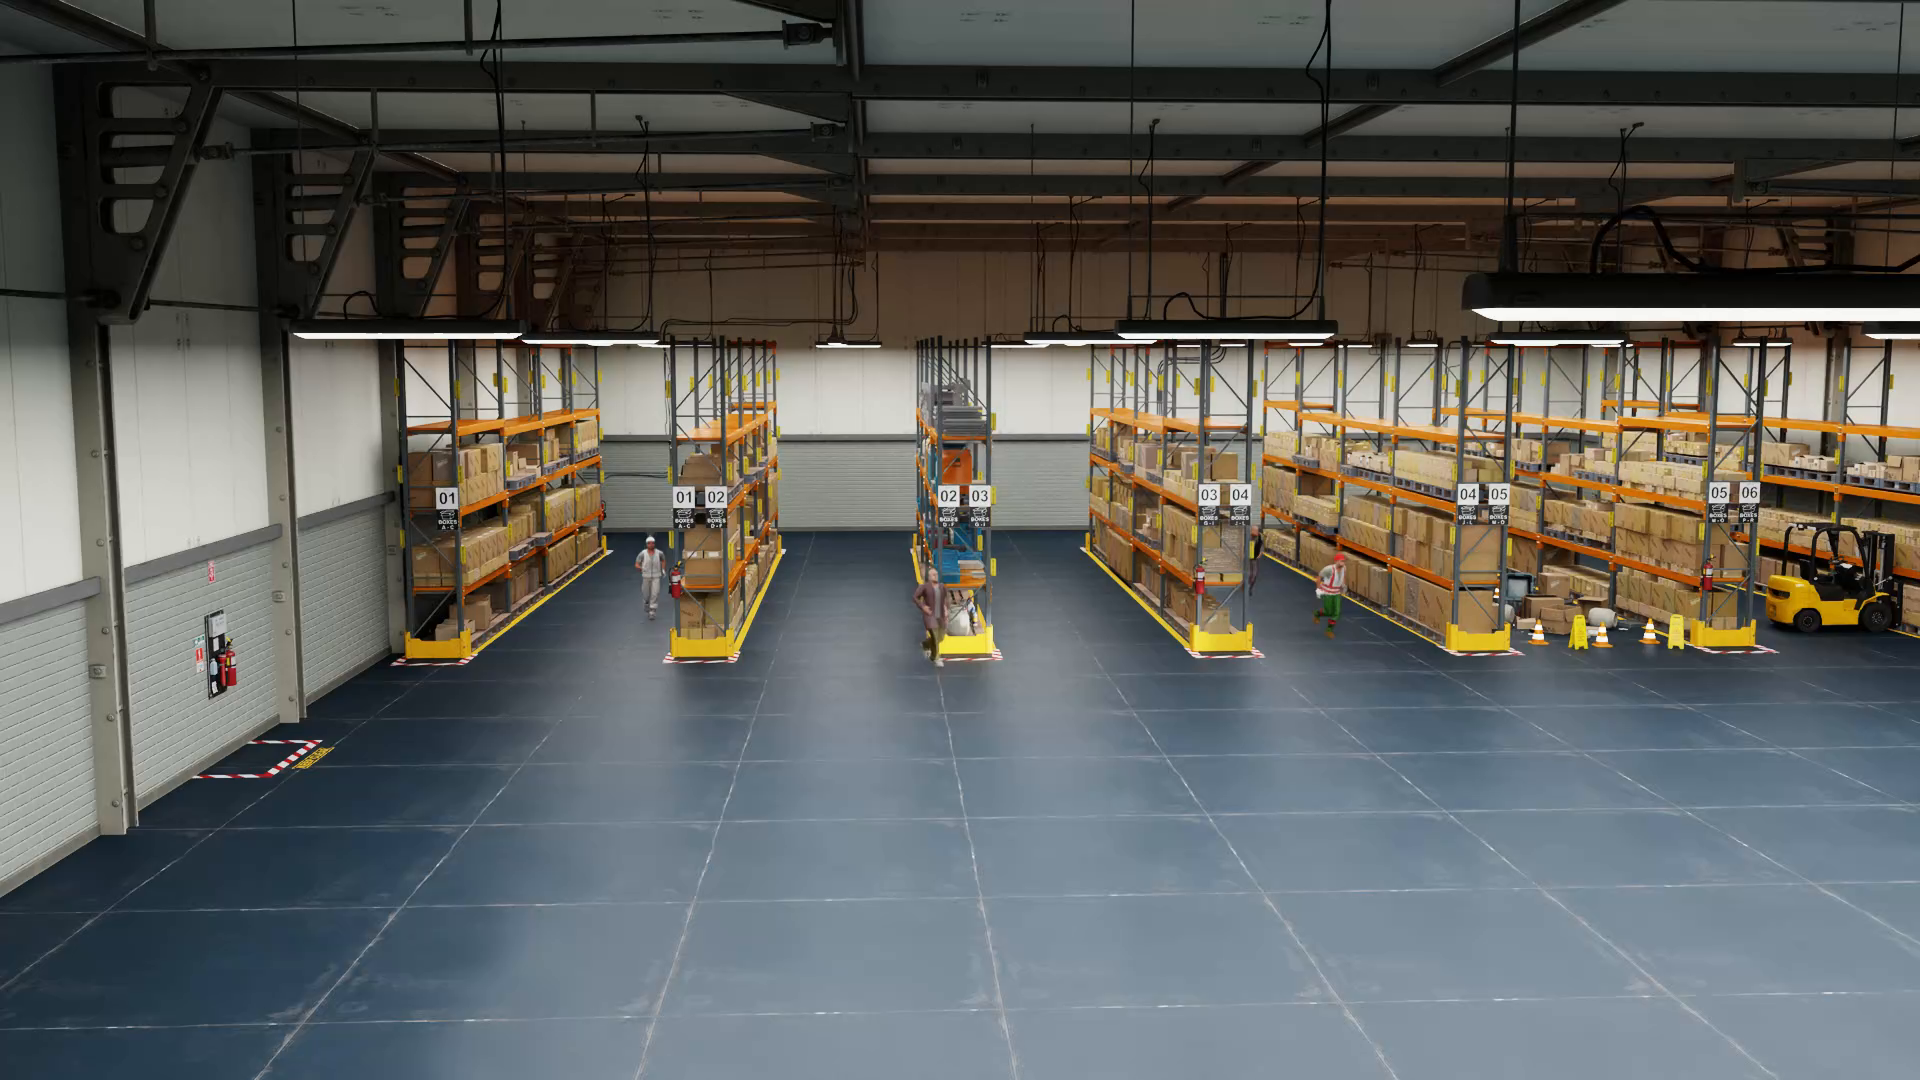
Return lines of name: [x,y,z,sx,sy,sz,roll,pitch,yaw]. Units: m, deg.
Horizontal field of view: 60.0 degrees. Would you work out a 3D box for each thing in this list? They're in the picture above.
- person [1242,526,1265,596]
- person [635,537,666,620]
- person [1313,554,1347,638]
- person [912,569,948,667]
person: [6.843,0.473,39.225,0.653,1.658,0.761,-2,7,-17]
person: [-6.614,0.806,35.609,0.658,1.758,0.790,-2,7,-14]
person: [7.447,1.097,33.464,0.655,1.716,0.839,-4,8,-32]
person: [-0.516,1.411,30.496,0.762,1.766,0.736,-4,8,-33]
